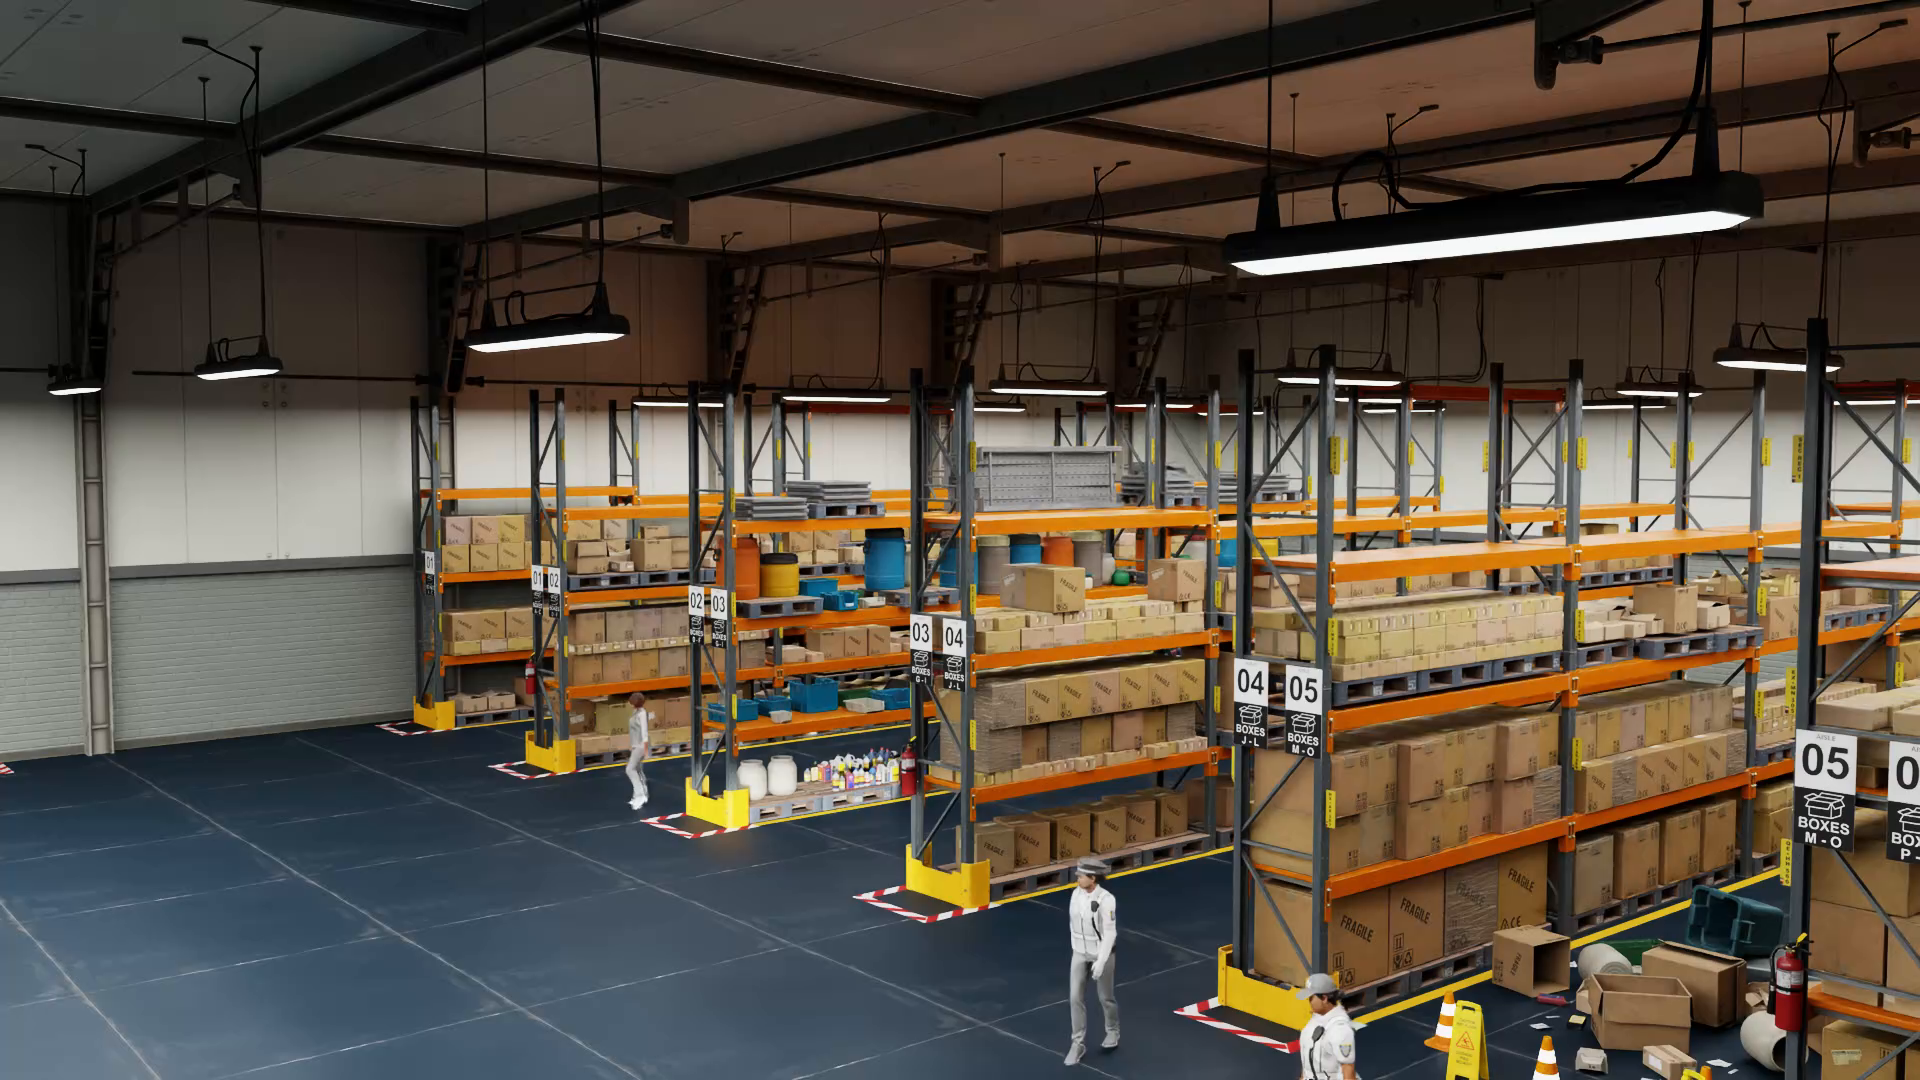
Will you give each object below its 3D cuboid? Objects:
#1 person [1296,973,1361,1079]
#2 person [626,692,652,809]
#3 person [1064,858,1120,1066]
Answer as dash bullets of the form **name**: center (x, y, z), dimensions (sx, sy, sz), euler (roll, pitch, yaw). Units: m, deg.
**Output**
- **person**: center (2.435, 3.693, 11.099), dimensions (0.896, 1.616, 0.521), euler (0, 3, -3)
- **person**: center (-4.572, 2.988, 23.607), dimensions (0.378, 1.653, 0.475), euler (-1, 4, -20)
- **person**: center (1.110, 3.526, 14.019), dimensions (0.514, 1.716, 0.715), euler (2, 4, 35)
